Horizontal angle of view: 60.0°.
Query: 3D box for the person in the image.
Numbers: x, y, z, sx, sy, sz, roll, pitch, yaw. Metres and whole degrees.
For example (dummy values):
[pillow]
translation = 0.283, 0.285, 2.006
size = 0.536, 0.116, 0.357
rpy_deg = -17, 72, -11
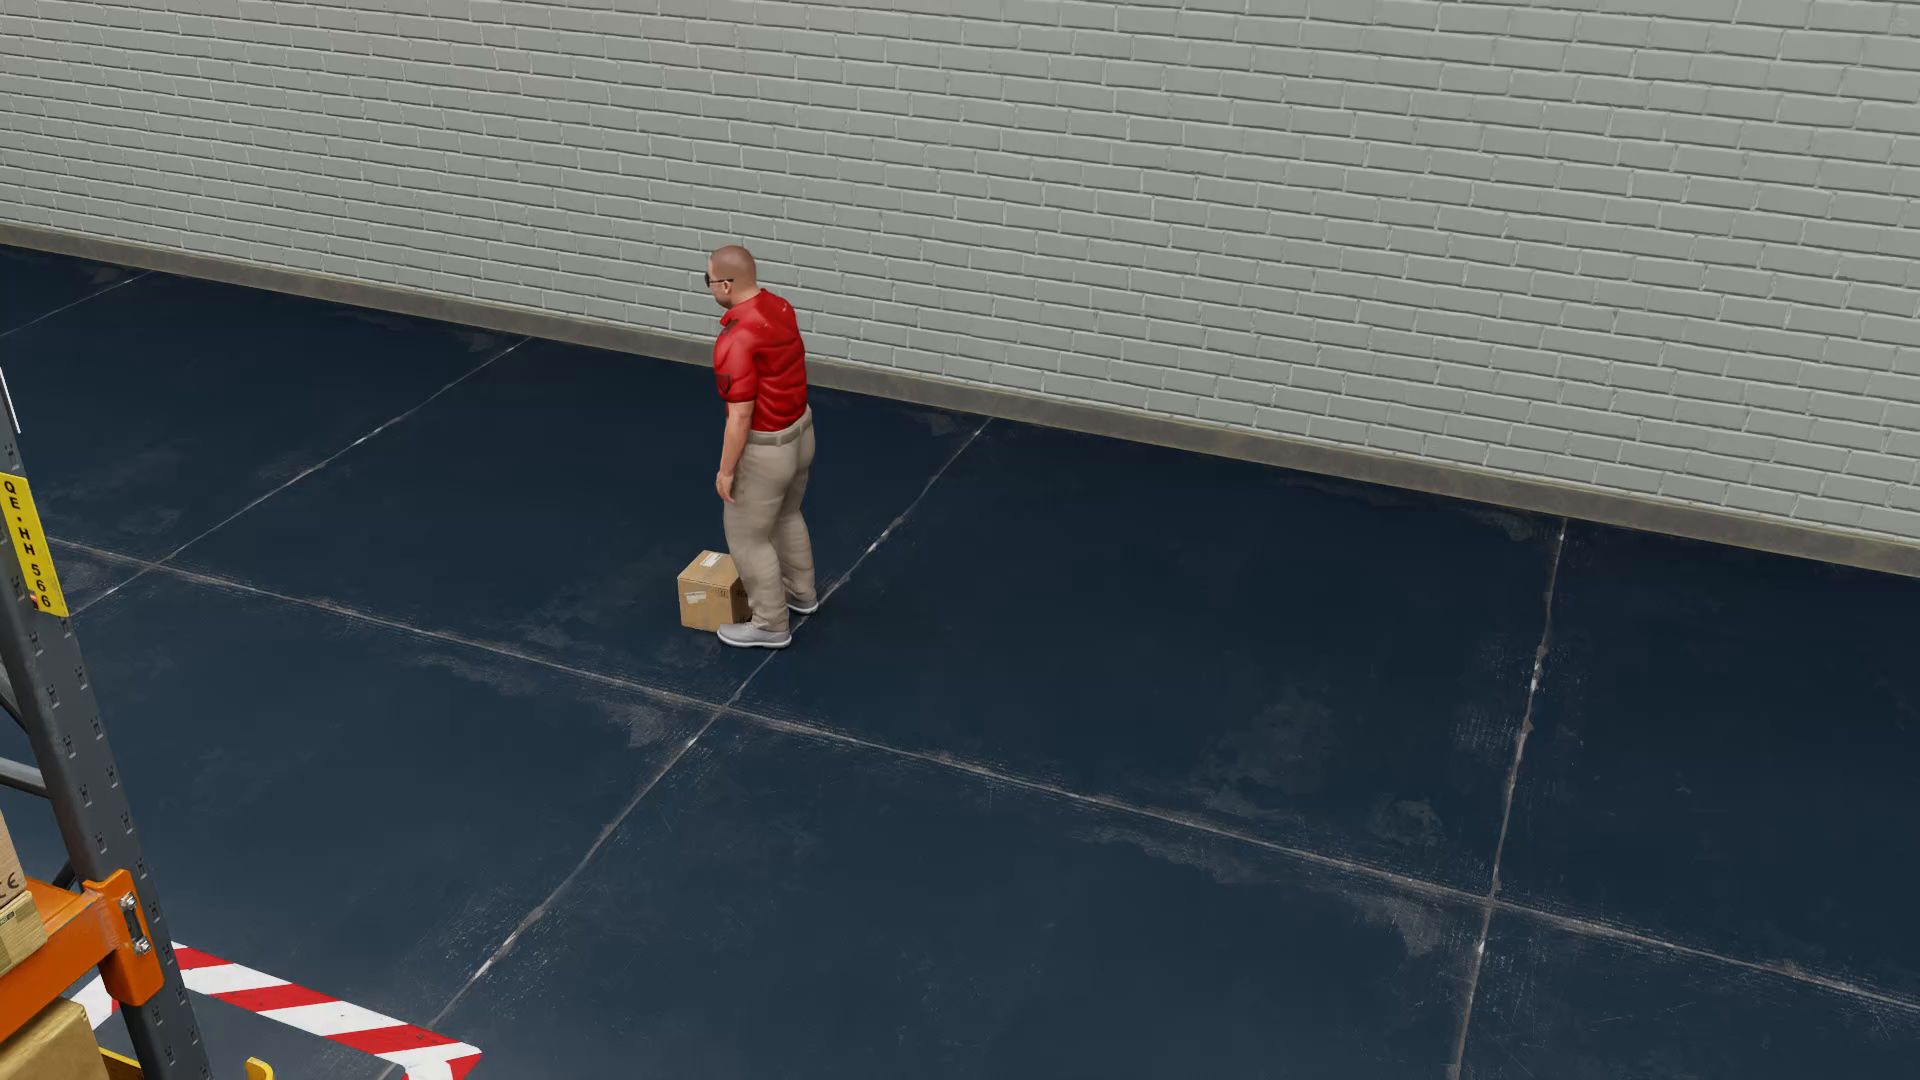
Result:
[person]
translation = -0.813, -0.374, 6.804
size = 0.390, 1.727, 0.586
rpy_deg = 11, 31, 19
